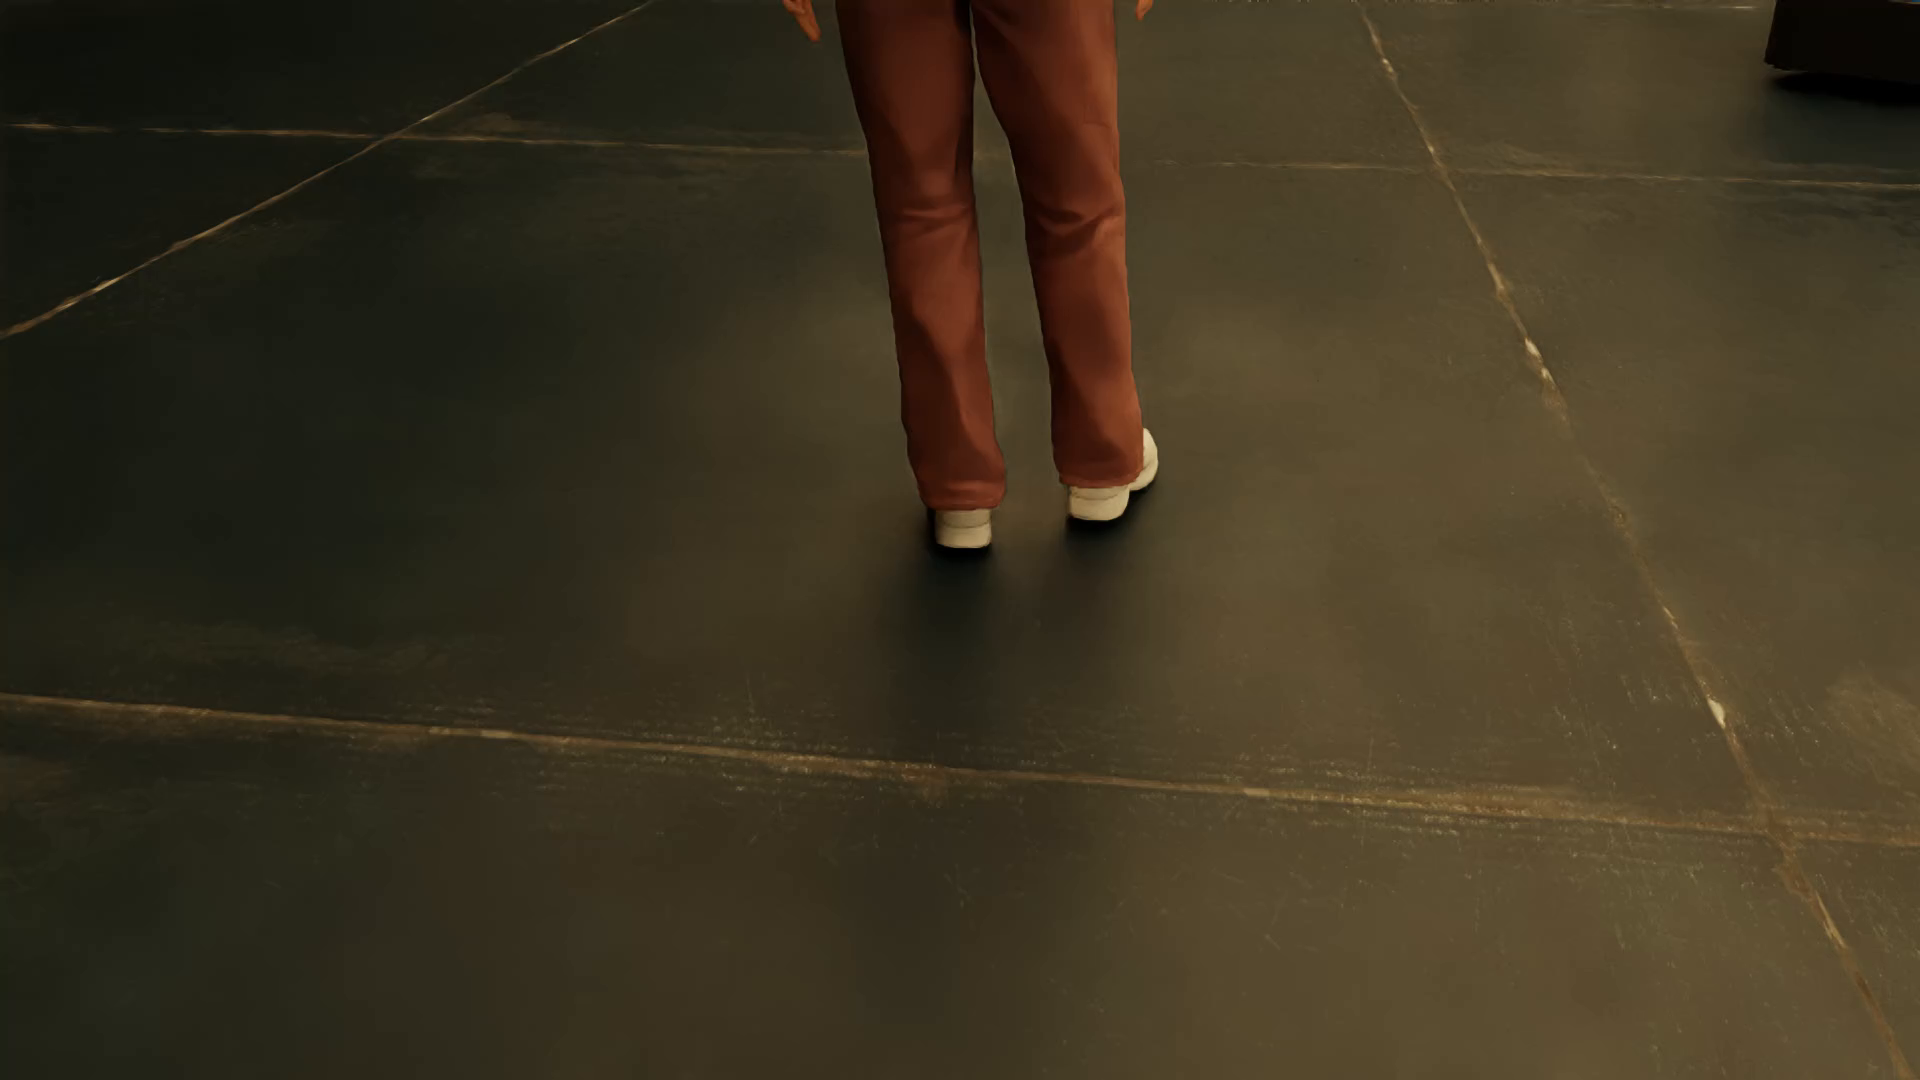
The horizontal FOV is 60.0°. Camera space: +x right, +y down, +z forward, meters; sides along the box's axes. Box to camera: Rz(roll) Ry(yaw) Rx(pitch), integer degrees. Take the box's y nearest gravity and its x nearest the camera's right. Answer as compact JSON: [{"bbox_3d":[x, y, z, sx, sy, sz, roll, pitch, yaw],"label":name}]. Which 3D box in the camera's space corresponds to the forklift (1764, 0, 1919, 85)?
[{"bbox_3d":[4.056,-3.139,5.509,1.130,2.935,3.031,24,35,39],"label":"forklift"}]

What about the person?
[{"bbox_3d":[0.021,-0.788,2.187,0.554,1.674,0.548,3,27,7],"label":"person"}]
